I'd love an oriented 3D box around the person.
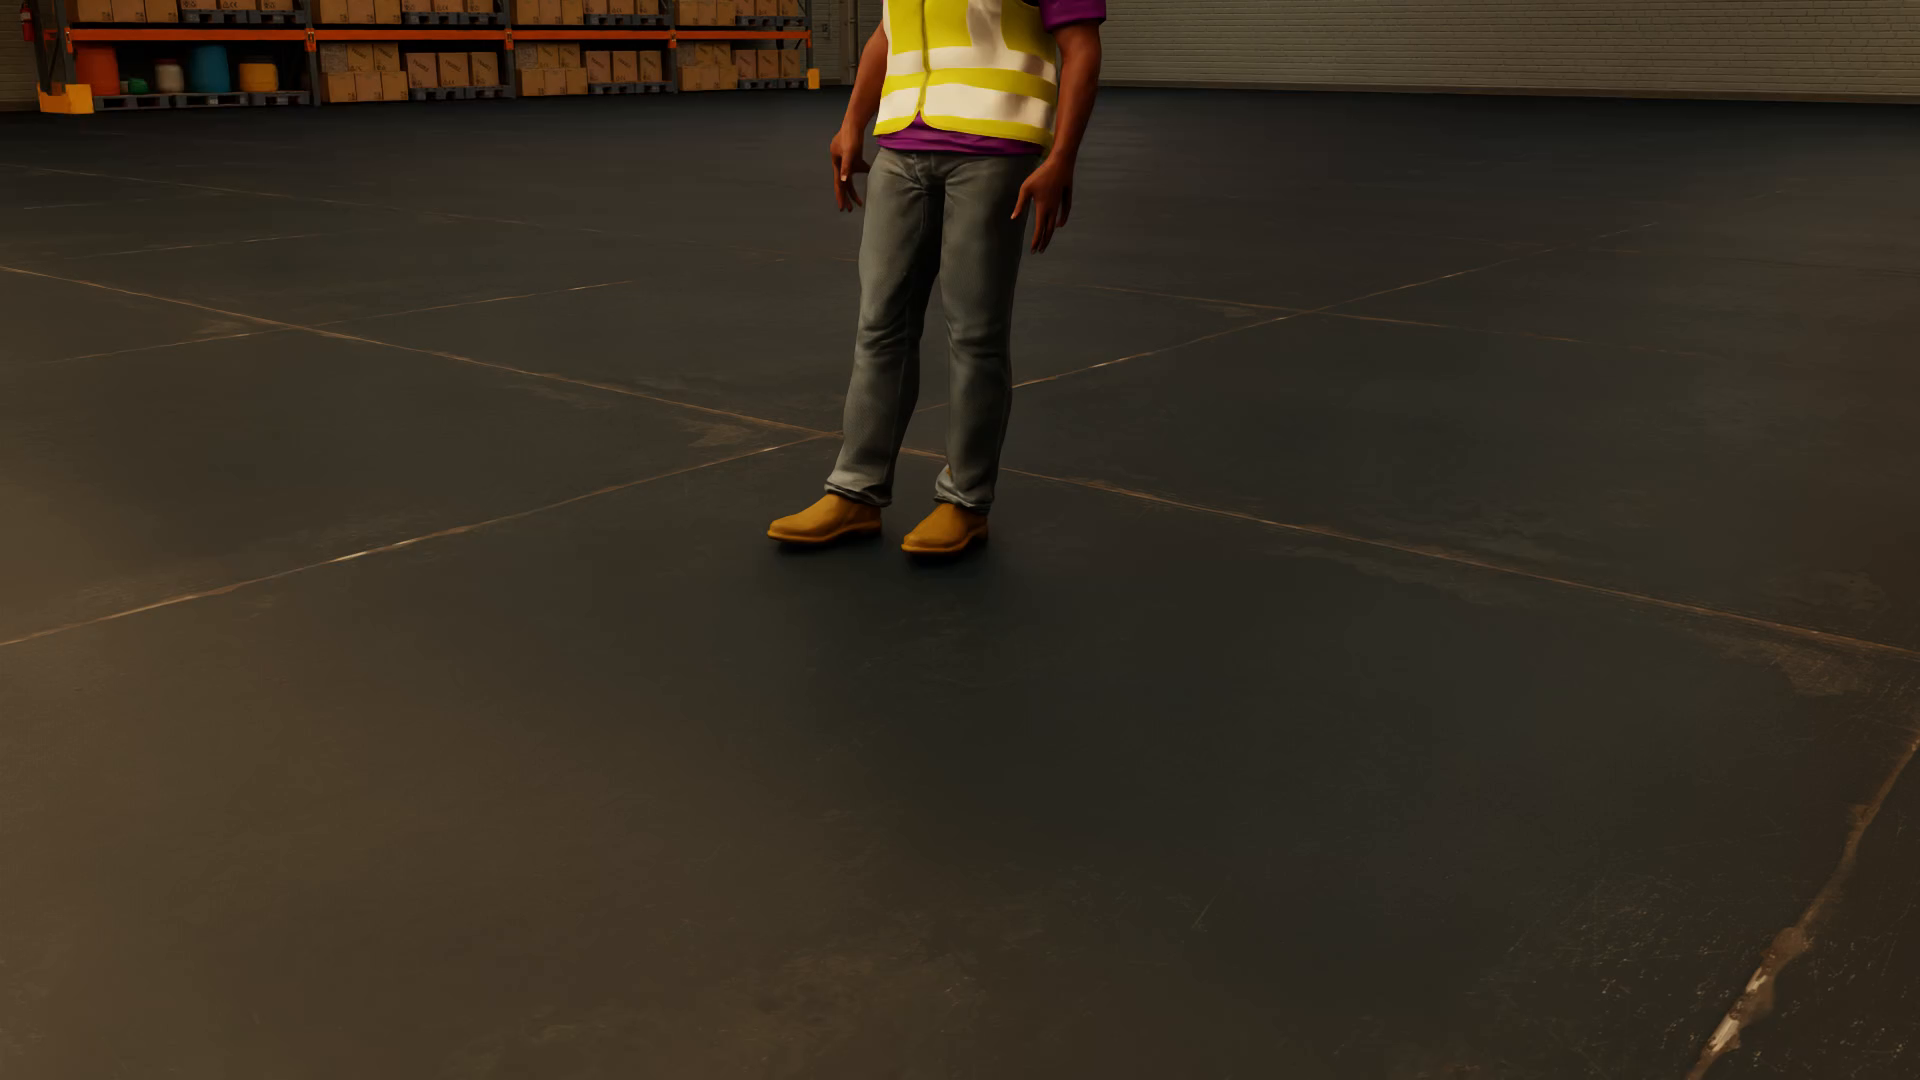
[{"bbox_3d":[-0.049,-0.838,3.636,0.665,1.765,0.577,13,21,37],"label":"person"}]
